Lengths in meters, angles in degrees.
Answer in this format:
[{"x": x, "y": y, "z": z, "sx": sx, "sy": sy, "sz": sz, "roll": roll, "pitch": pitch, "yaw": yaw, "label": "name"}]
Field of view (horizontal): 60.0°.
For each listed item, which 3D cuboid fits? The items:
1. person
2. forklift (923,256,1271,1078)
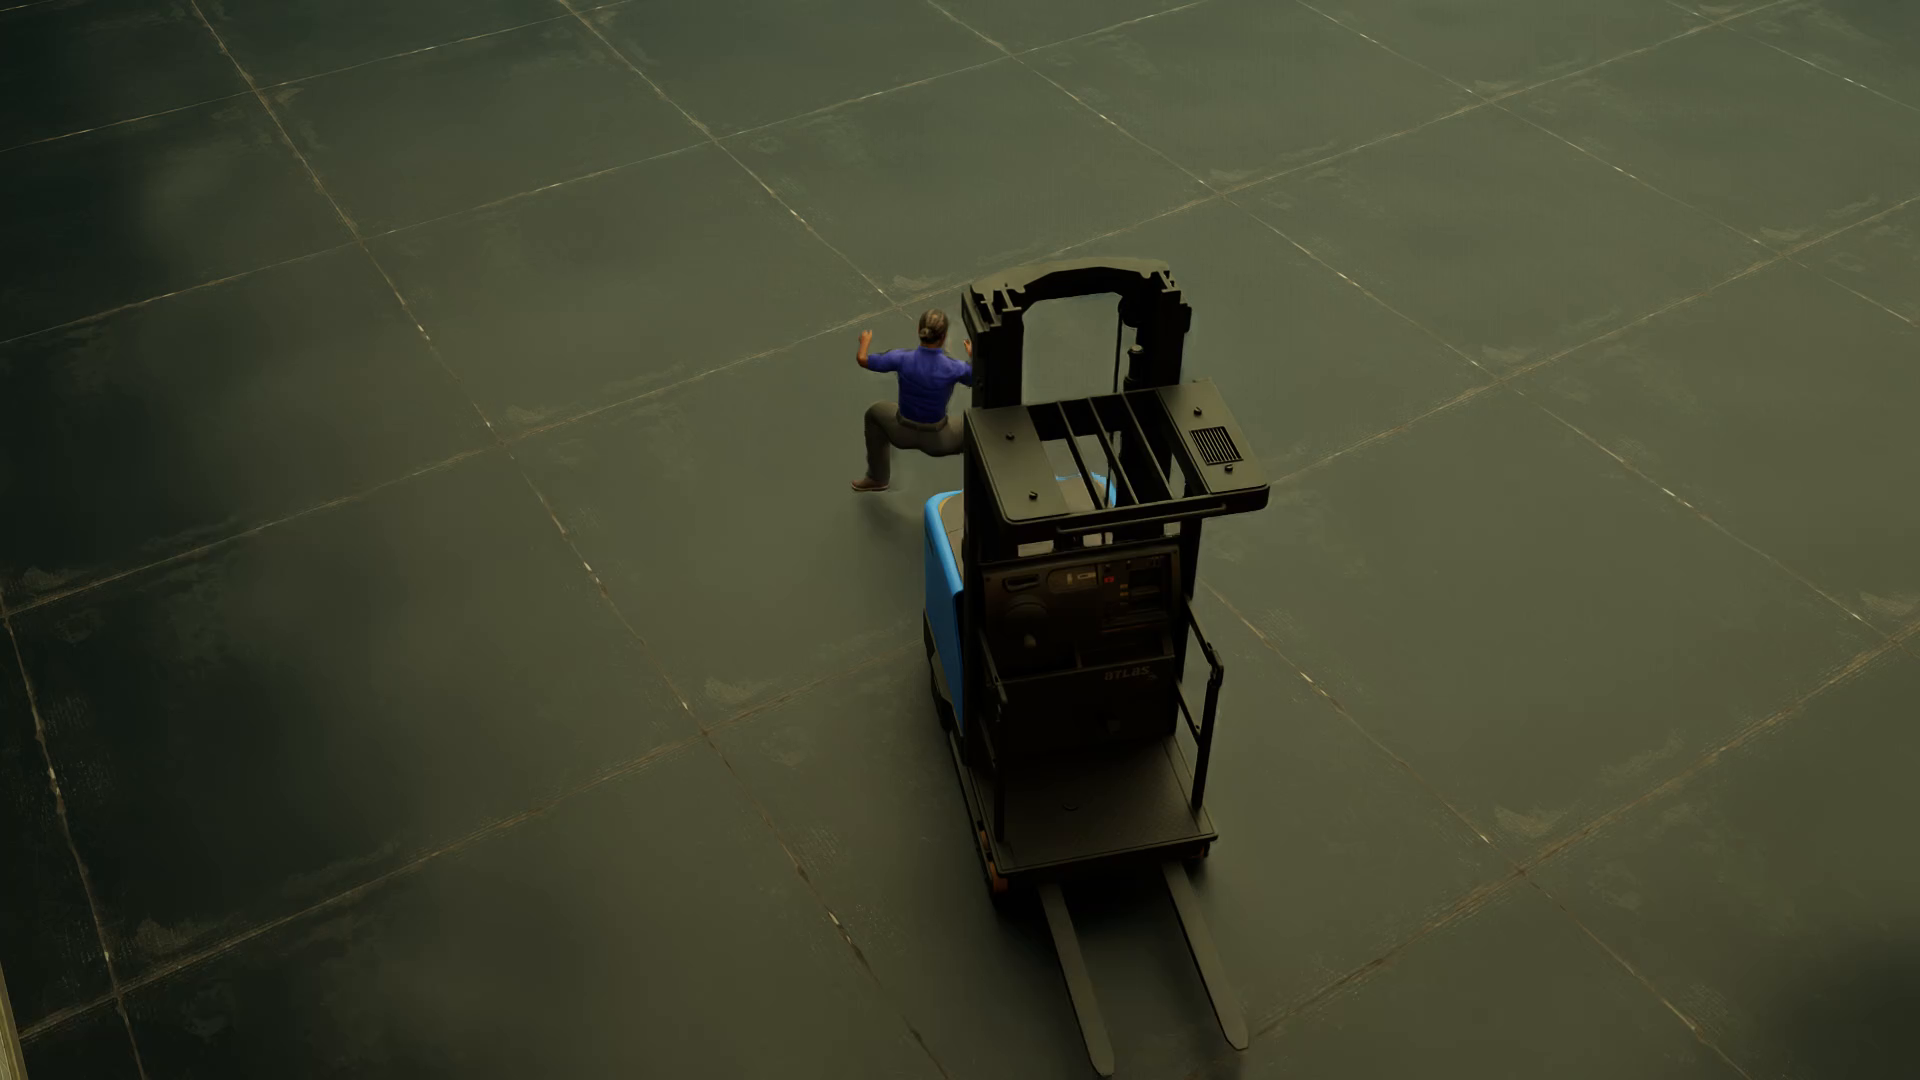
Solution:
[{"x": -0.175, "y": -0.816, "z": 9.886, "sx": 1.000, "sy": 1.426, "sz": 0.682, "roll": 9, "pitch": 42, "yaw": 10, "label": "person"}, {"x": 0.610, "y": 0.346, "z": 7.475, "sx": 1.130, "sy": 2.935, "sz": 3.031, "roll": -8, "pitch": 42, "yaw": -9, "label": "forklift"}]
